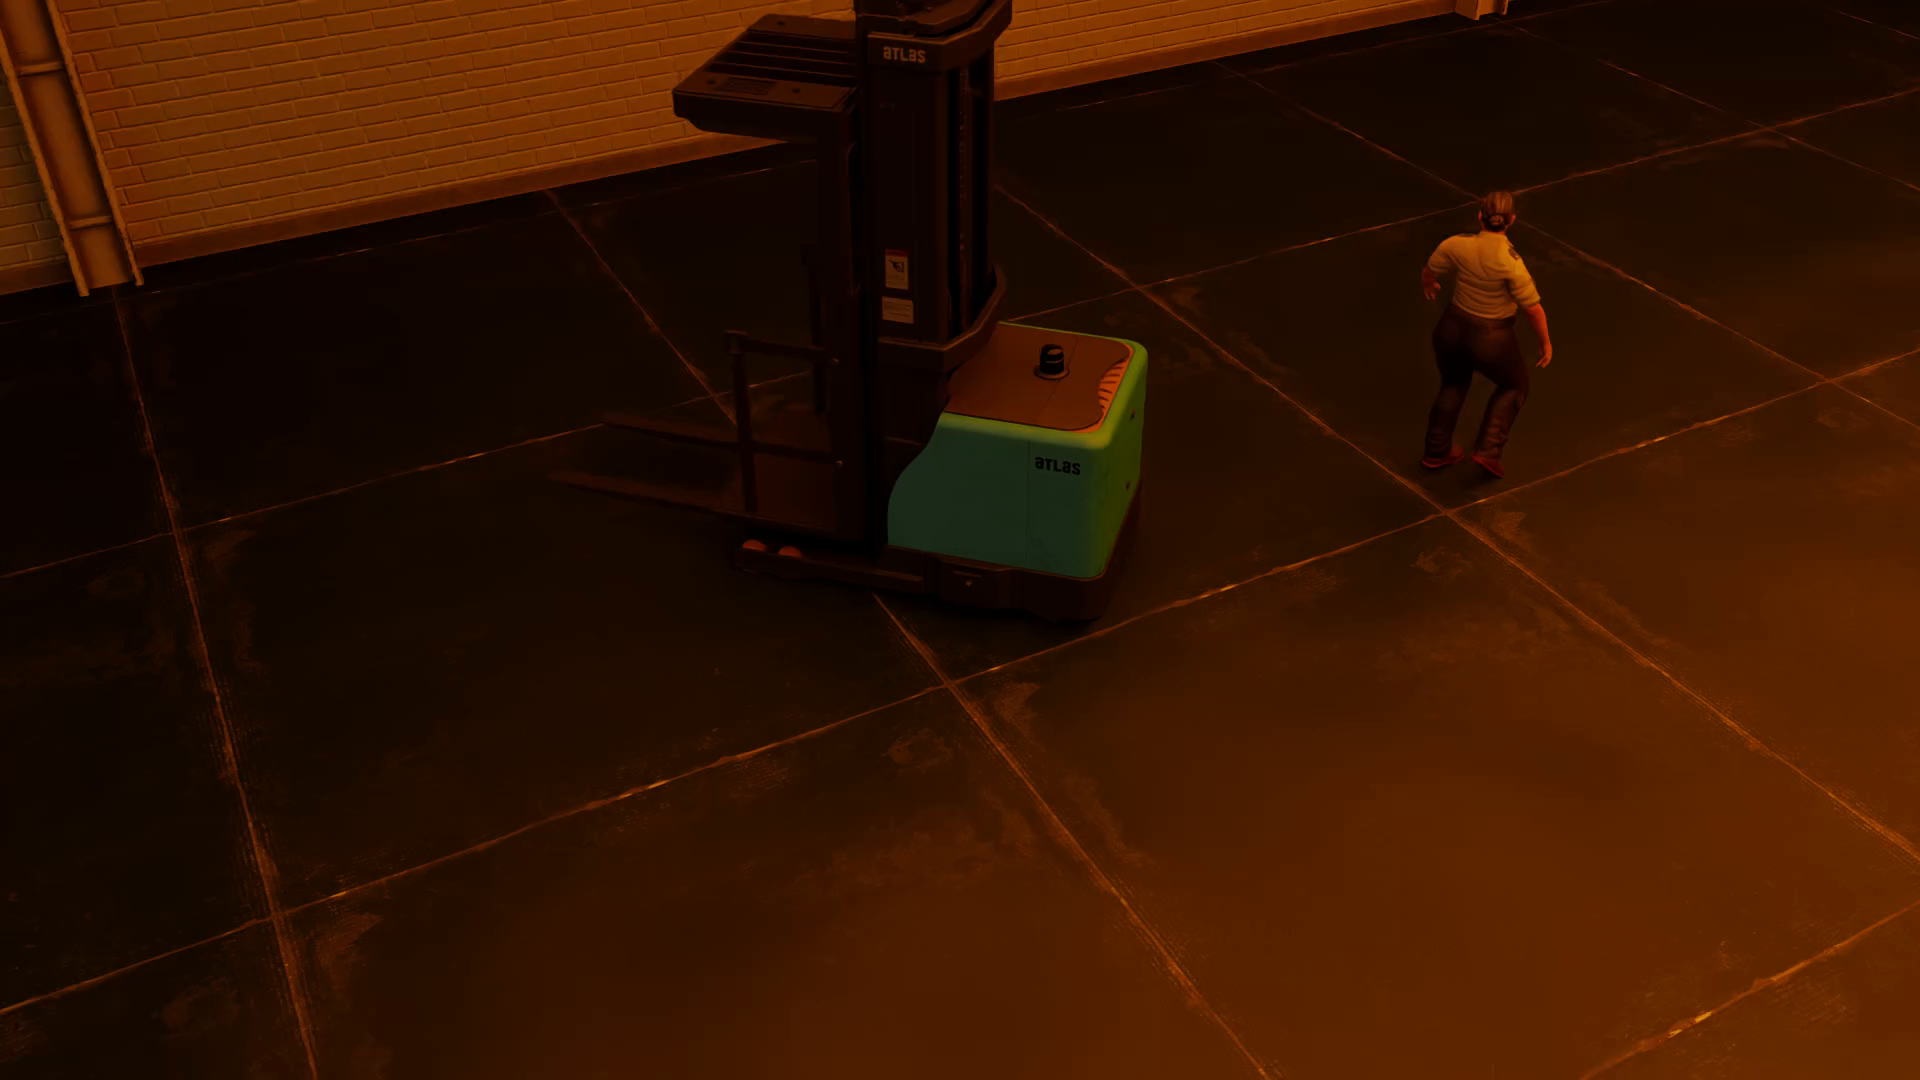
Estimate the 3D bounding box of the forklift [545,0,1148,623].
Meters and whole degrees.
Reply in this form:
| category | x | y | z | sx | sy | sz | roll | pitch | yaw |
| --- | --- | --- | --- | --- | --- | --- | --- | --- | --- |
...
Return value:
| category | x | y | z | sx | sy | sz | roll | pitch | yaw |
| --- | --- | --- | --- | --- | --- | --- | --- | --- | --- |
| forklift | -0.638 | -1.278 | 7.931 | 3.031 | 2.935 | 1.130 | 10 | 36 | 14 |

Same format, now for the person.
| category | x | y | z | sx | sy | sz | roll | pitch | yaw |
| --- | --- | --- | --- | --- | --- | --- | --- | --- | --- |
| person | 2.736 | -1.084 | 8.827 | 0.465 | 1.661 | 0.796 | -27 | 43 | -33 |
